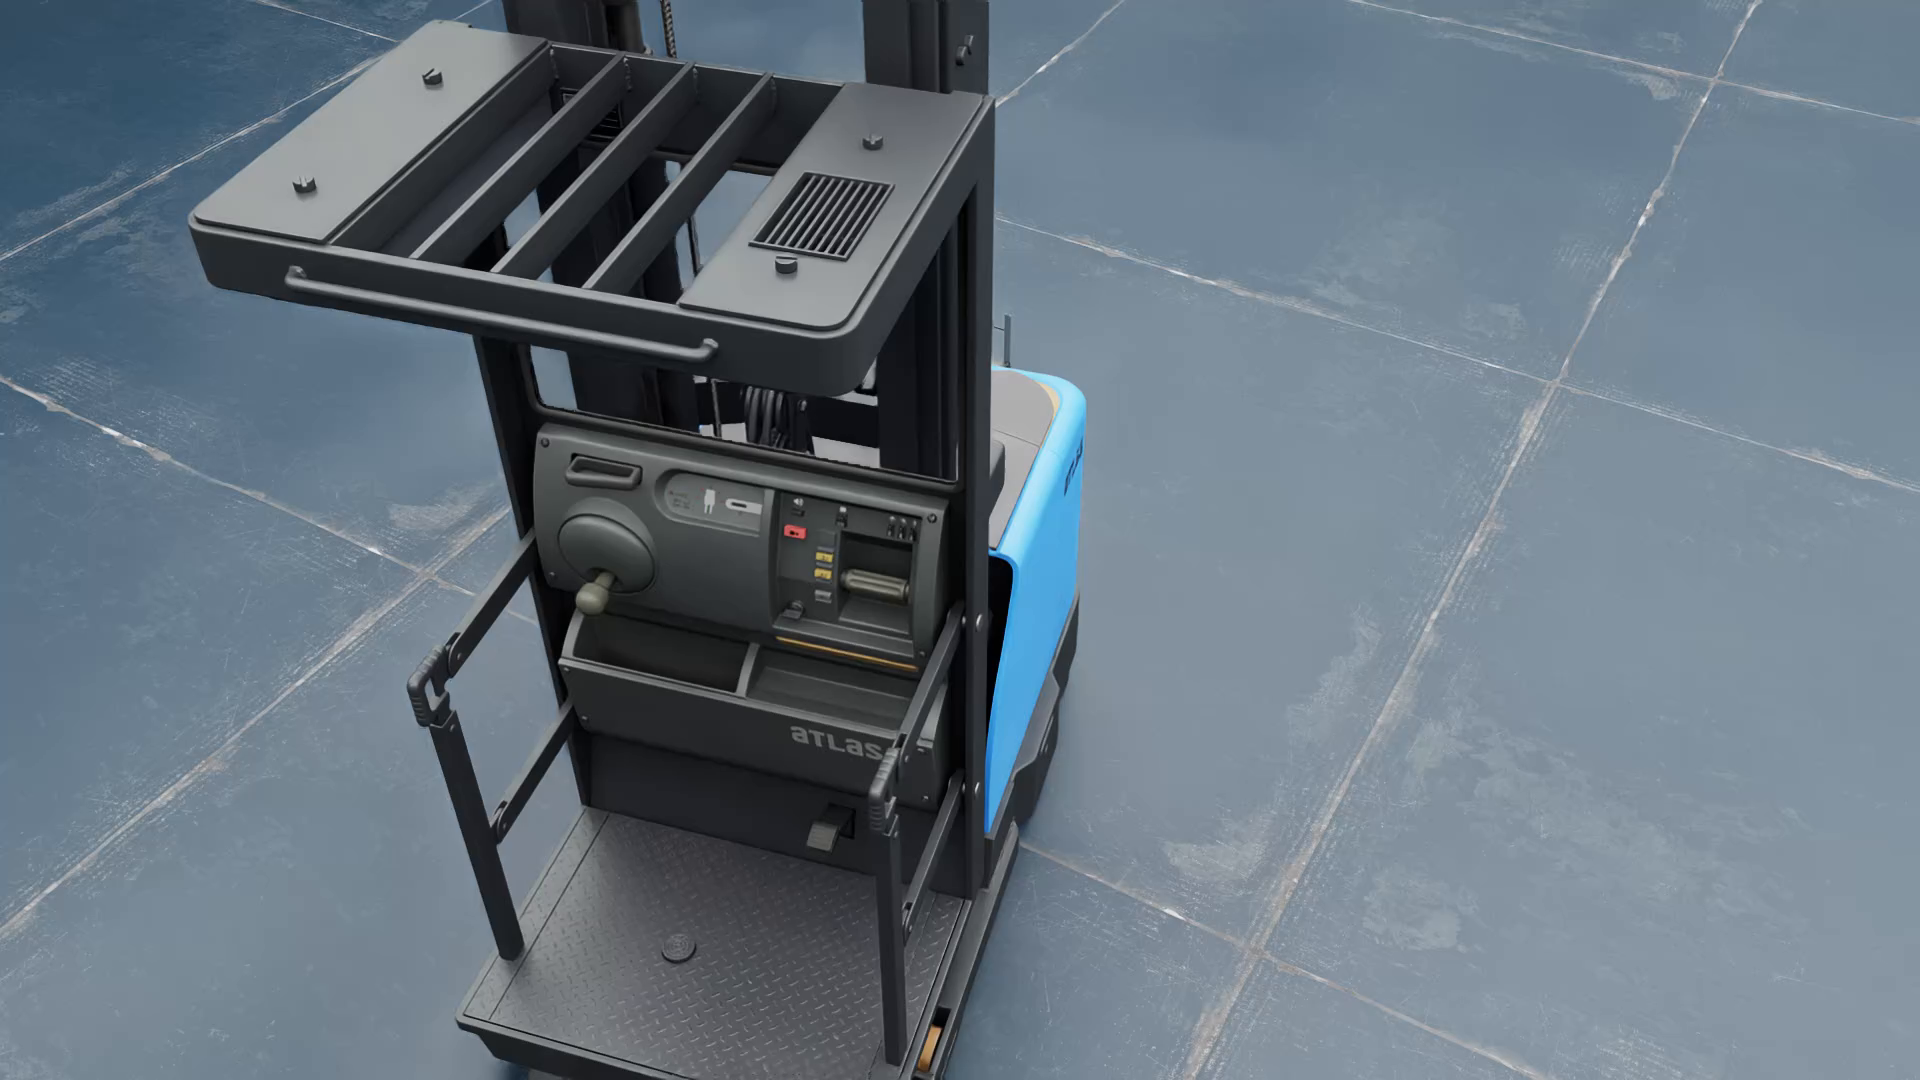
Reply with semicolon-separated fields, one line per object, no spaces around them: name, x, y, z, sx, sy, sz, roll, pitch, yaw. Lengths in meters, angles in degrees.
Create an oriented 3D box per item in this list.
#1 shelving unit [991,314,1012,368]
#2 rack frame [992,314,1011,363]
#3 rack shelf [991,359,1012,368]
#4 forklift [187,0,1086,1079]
shelving unit;0.004;-0.342;5.458;0.258;0.900;0.210;21;45;22
rack frame;0.055;-0.401;5.524;0.240;0.900;0.006;21;45;22
rack shelf;0.004;-0.520;5.301;0.258;0.077;0.200;21;45;22
forklift;-0.545;0.101;3.418;1.130;2.935;3.031;11;43;12
